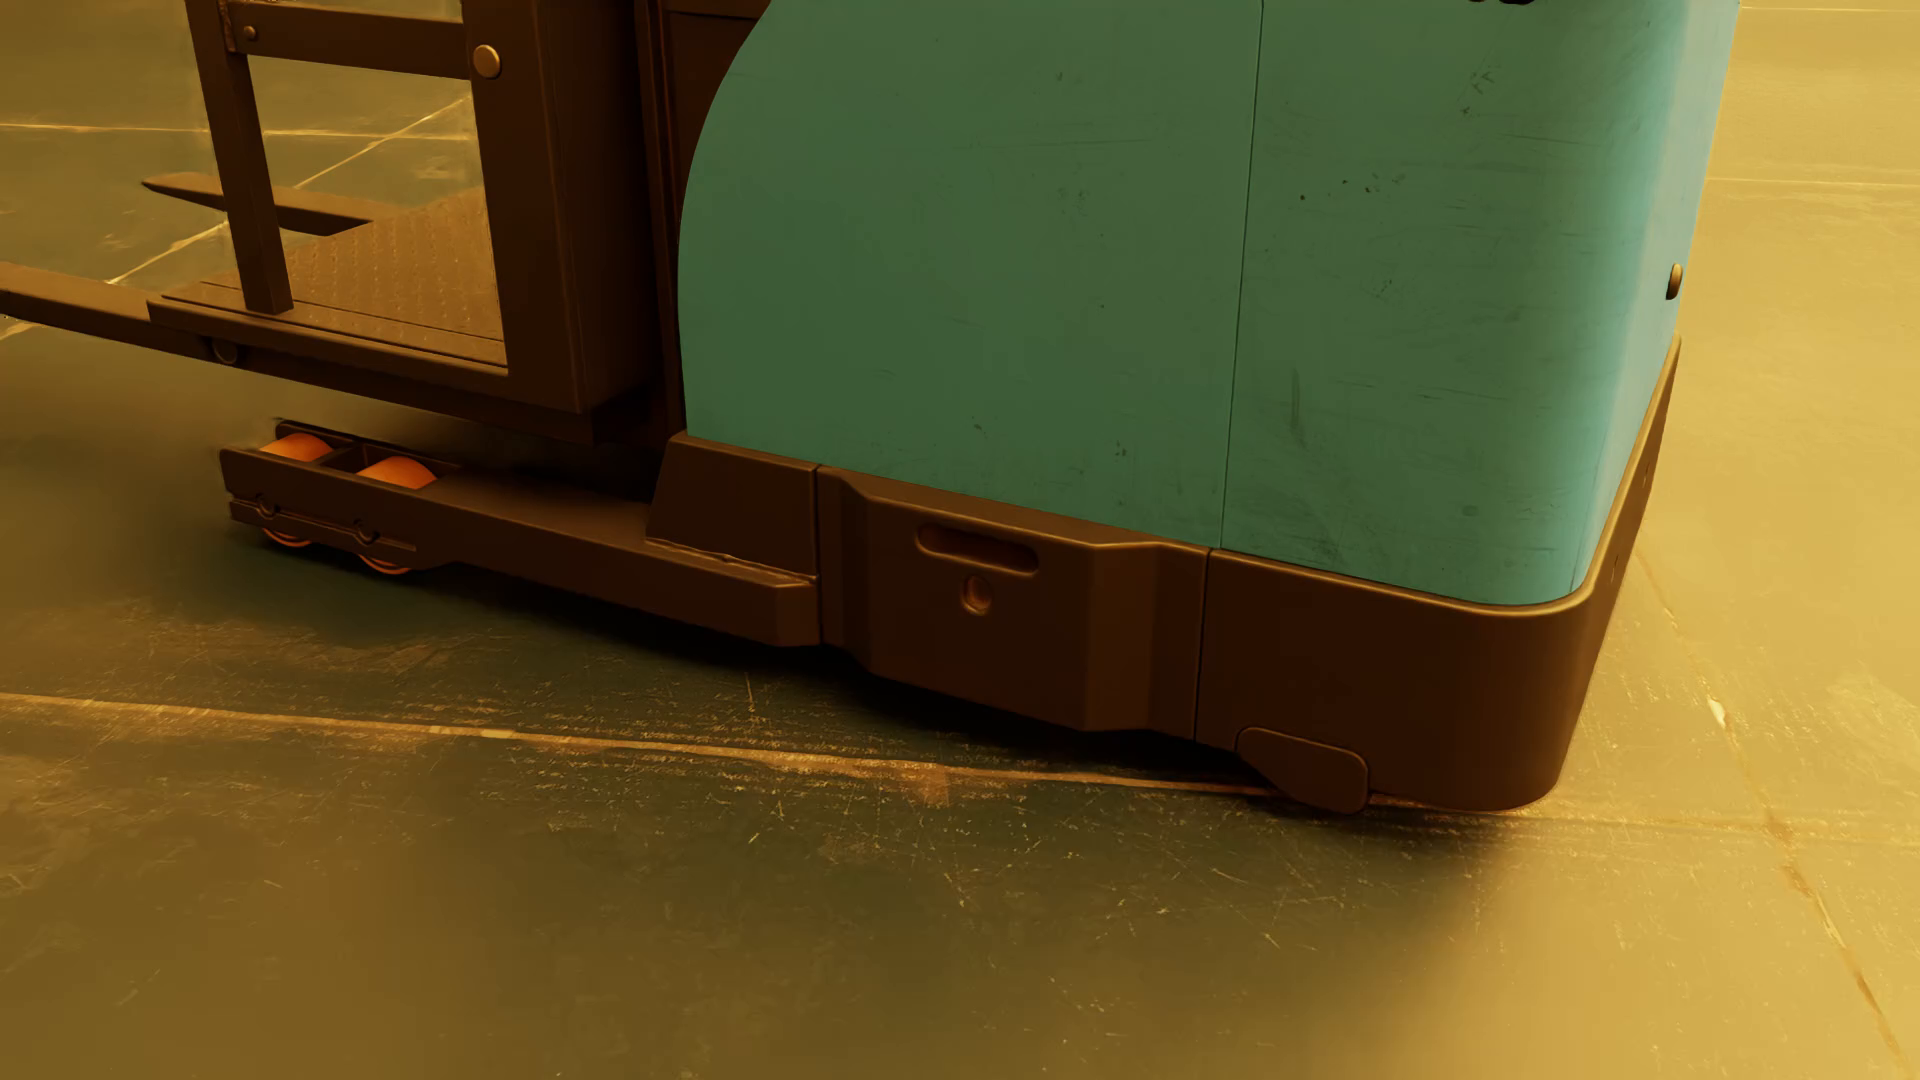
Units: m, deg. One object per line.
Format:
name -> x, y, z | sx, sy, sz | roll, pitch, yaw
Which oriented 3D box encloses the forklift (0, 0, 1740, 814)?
forklift -> -0.511, -1.457, 2.137 | 3.031, 2.935, 1.130 | 13, 29, 24
